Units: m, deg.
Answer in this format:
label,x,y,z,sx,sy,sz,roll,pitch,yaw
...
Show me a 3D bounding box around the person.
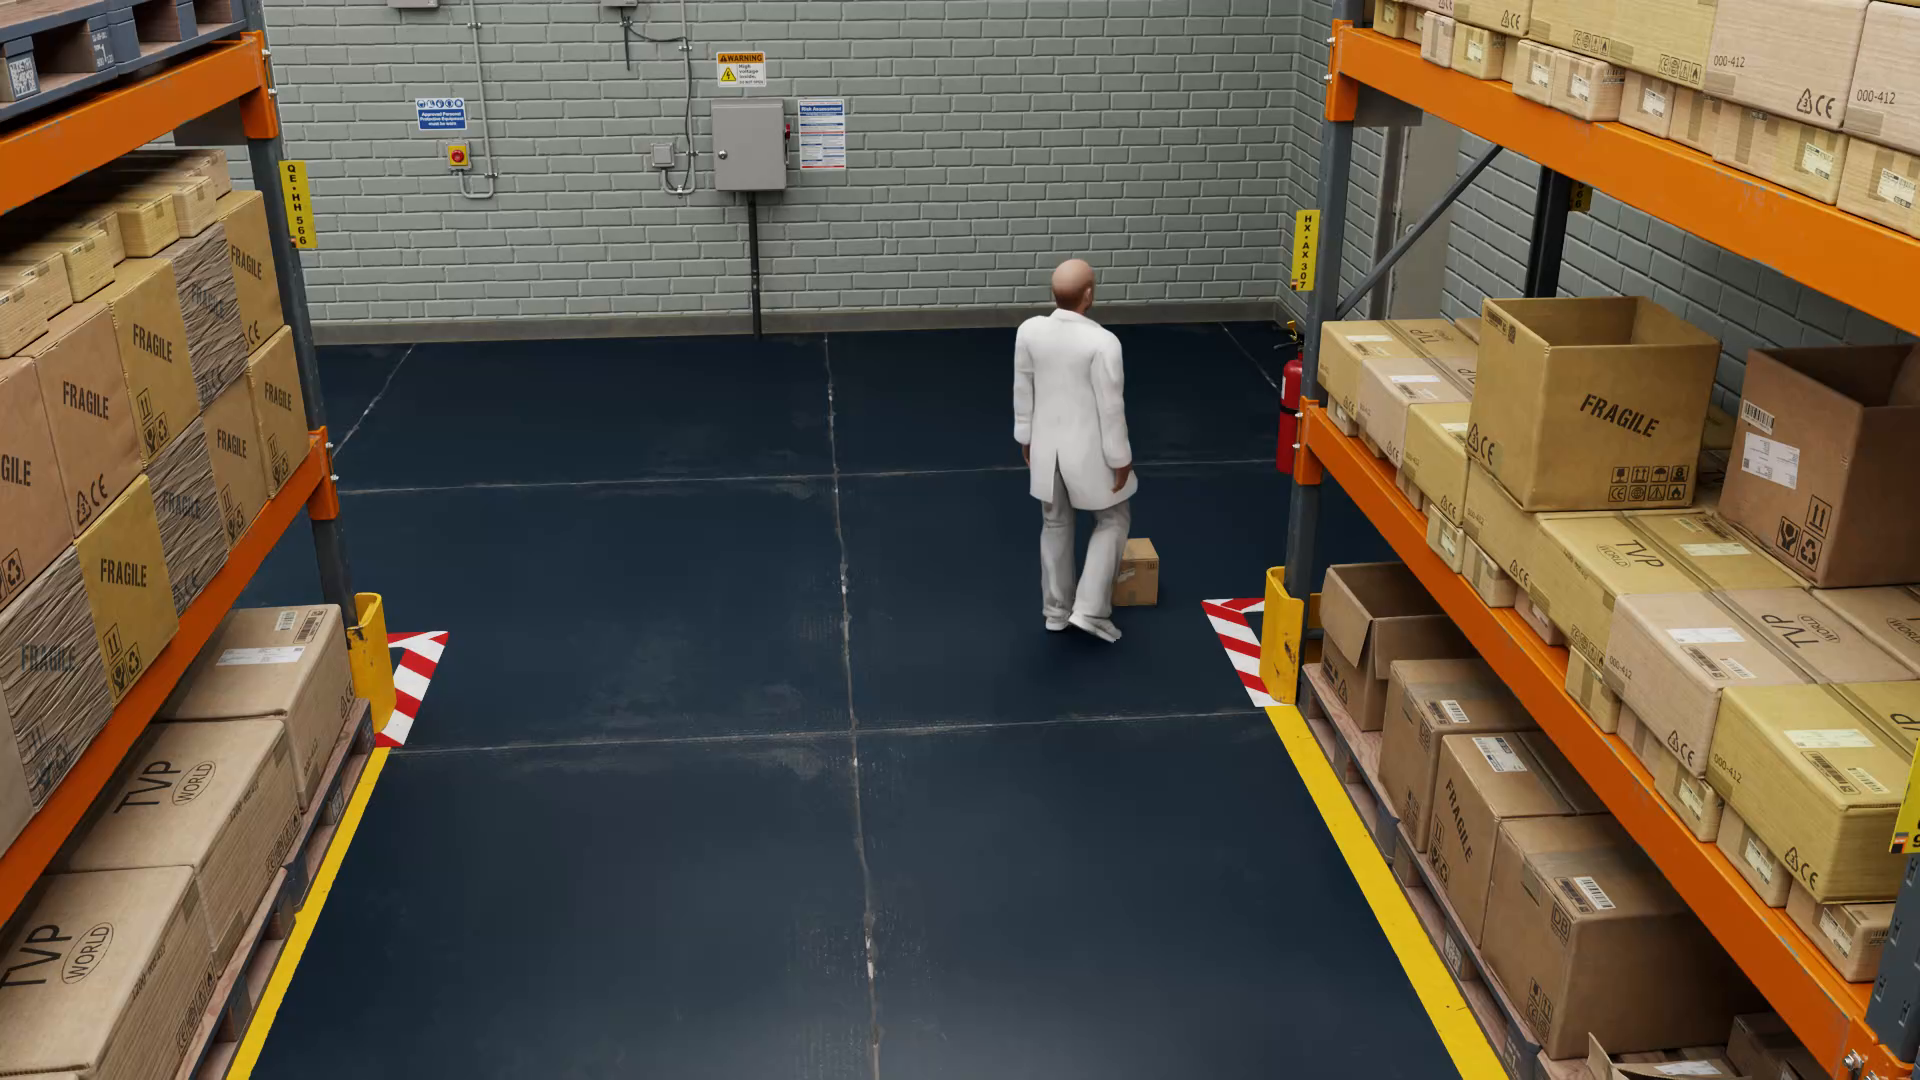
label,x,y,z,sx,sy,sz,roll,pitch,yaw
person,0.538,-0.394,7.562,0.617,1.830,0.483,15,28,31
